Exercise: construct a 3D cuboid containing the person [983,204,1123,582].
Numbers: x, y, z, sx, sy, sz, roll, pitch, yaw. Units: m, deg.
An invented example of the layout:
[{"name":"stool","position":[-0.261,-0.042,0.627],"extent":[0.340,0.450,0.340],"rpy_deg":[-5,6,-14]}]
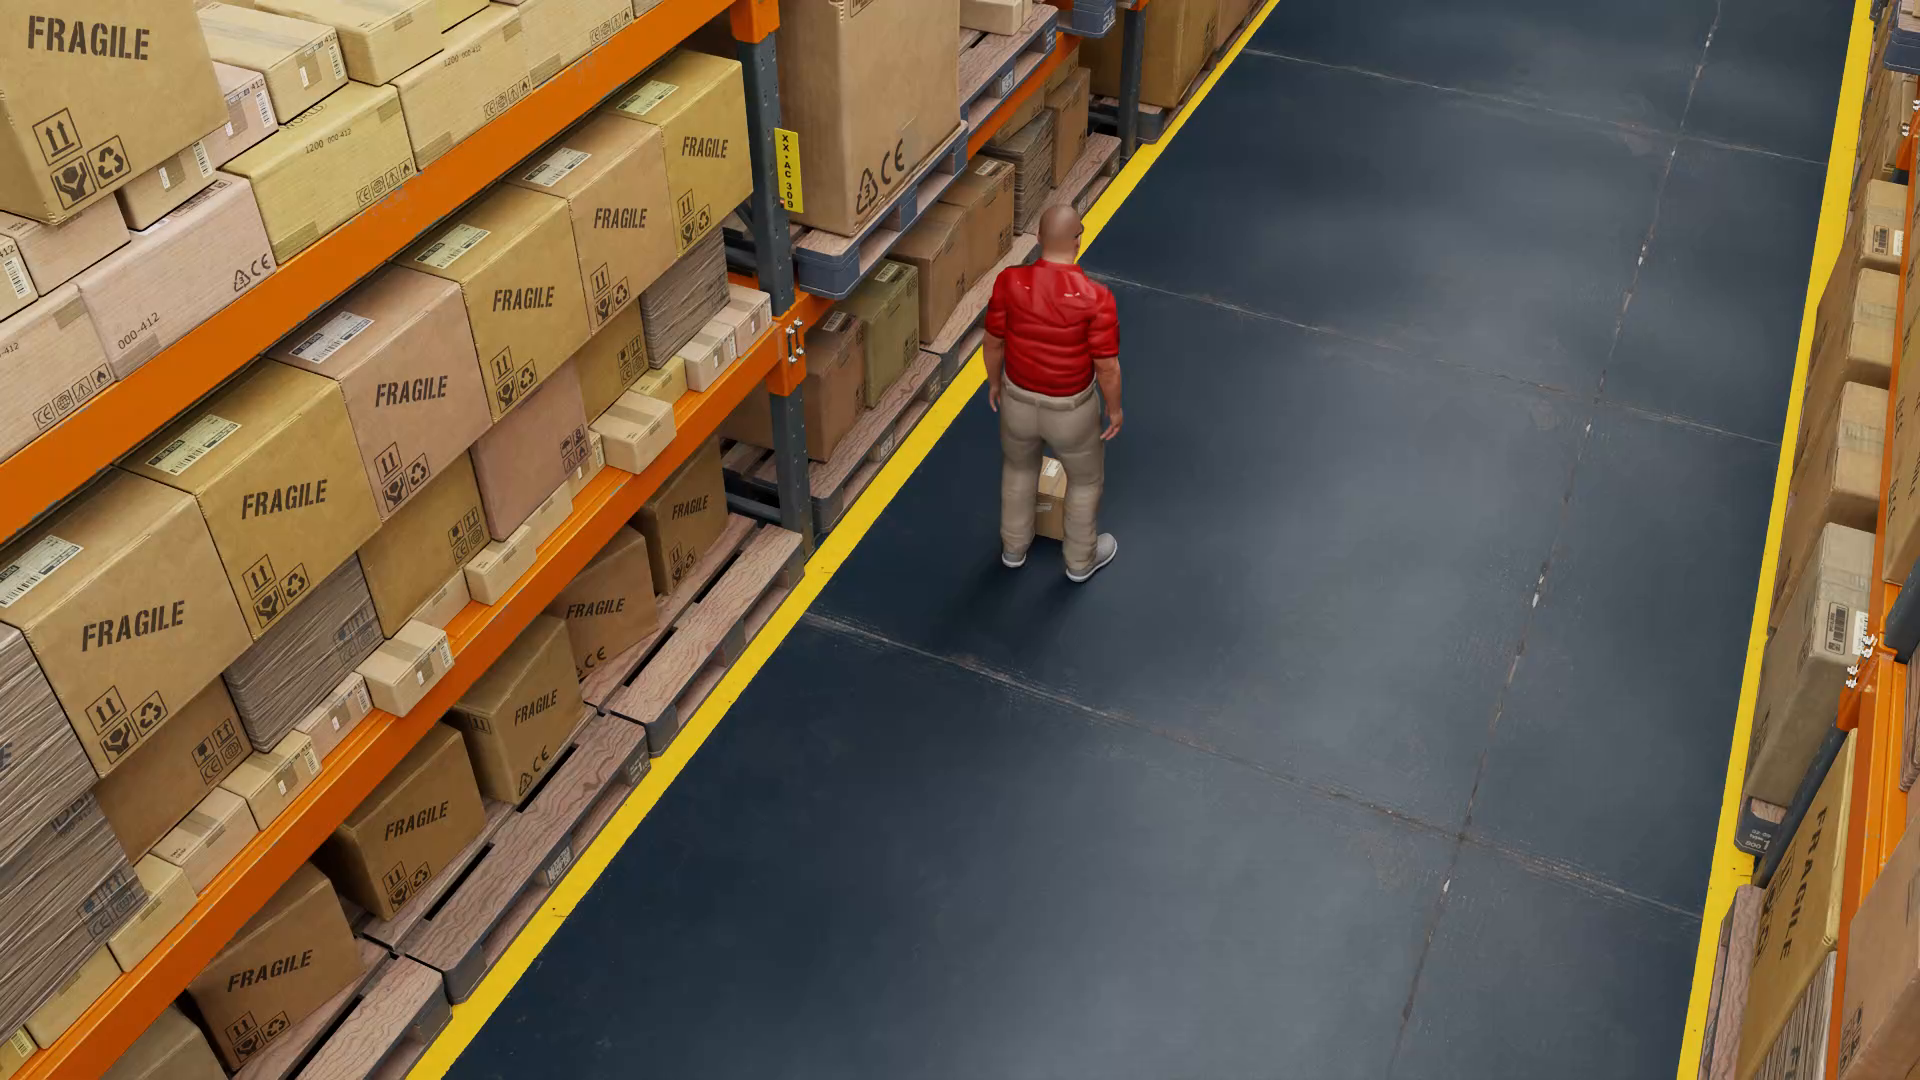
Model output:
[{"name":"person","position":[0.382,-0.574,6.813],"extent":[0.586,1.726,0.400],"rpy_deg":[15,44,16]}]
